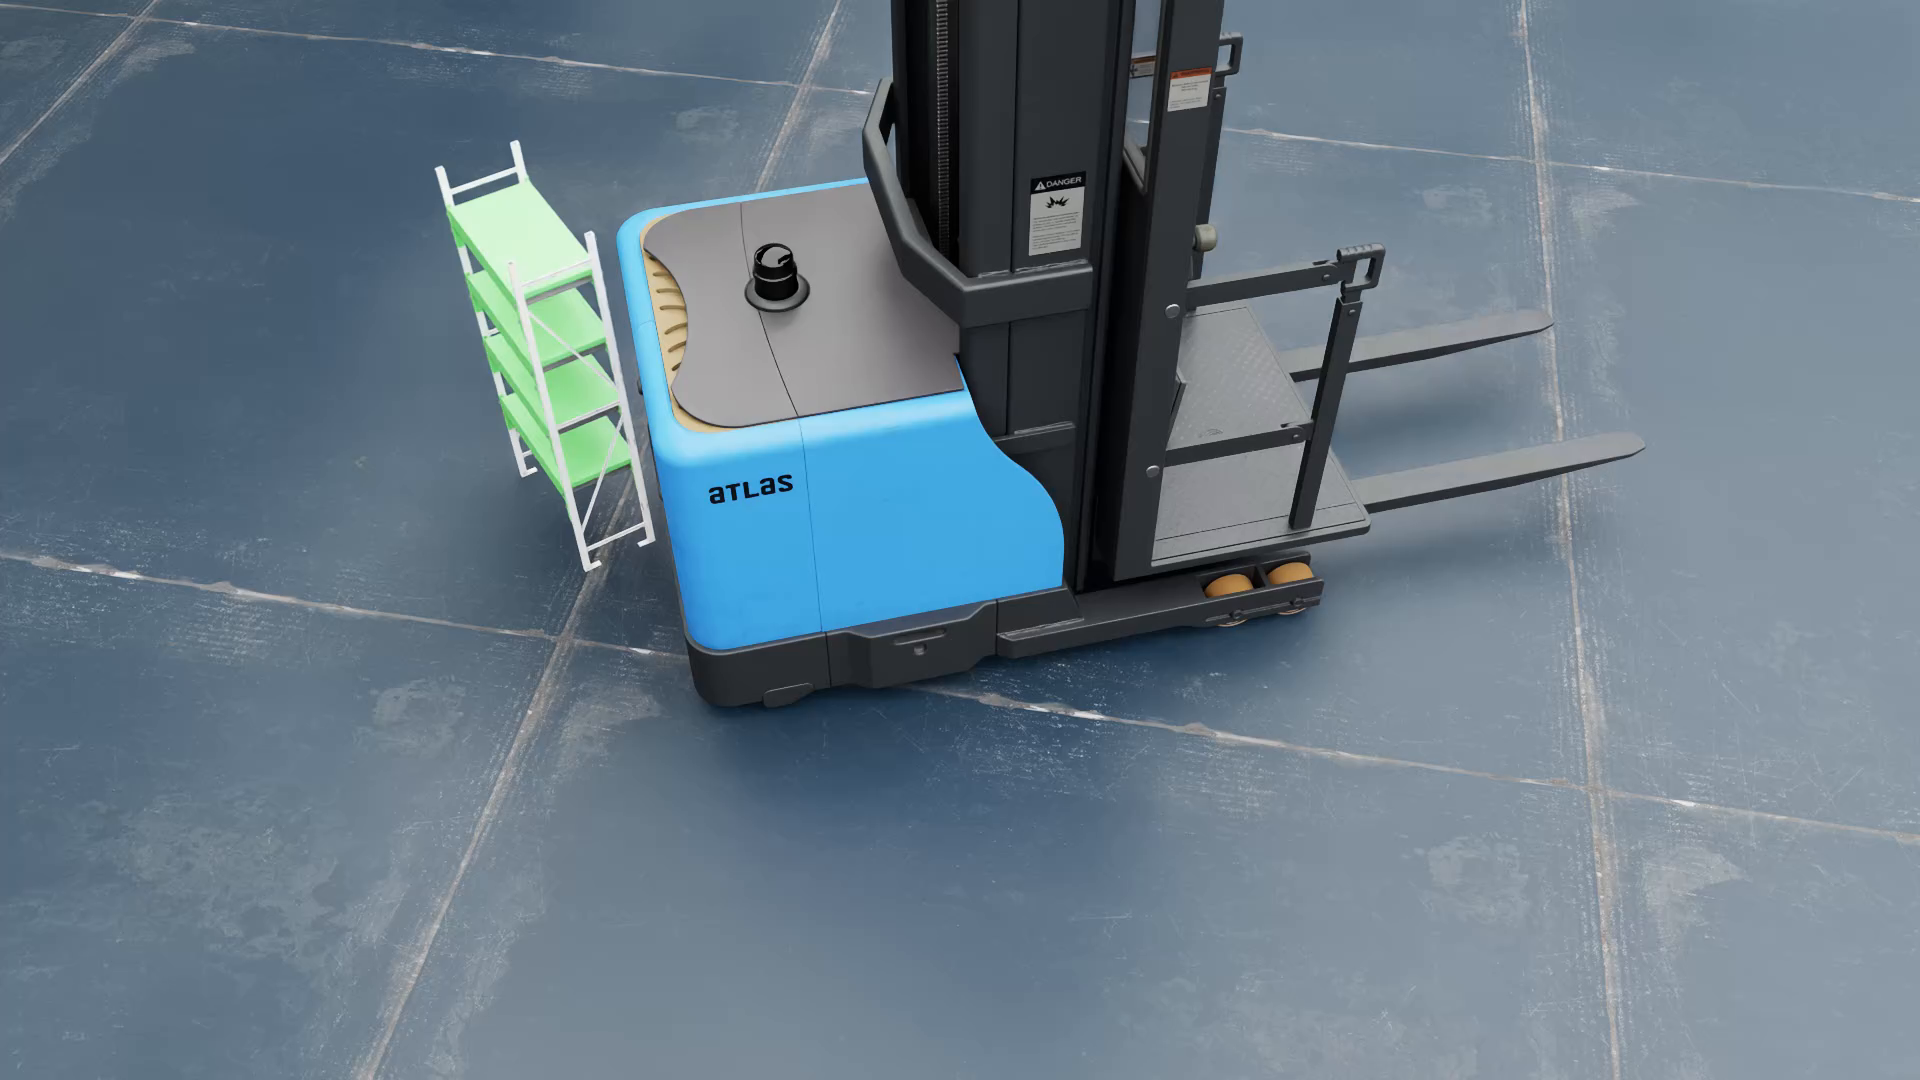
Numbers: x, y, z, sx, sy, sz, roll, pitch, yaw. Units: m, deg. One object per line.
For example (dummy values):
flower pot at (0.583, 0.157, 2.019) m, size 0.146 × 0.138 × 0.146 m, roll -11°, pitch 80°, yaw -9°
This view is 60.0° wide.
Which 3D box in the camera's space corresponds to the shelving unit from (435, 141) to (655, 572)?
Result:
shelving unit at (-1.199, -0.508, 4.899) m, size 0.258 × 1.200 × 0.503 m, roll -26°, pitch 53°, yaw -22°

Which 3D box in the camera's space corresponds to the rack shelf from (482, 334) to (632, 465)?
rack shelf at (-1.199, -0.465, 4.947) m, size 0.258 × 0.148 × 0.480 m, roll -26°, pitch 53°, yaw -22°

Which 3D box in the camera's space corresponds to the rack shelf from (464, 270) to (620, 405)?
rack shelf at (-1.198, -0.625, 4.768) m, size 0.258 × 0.148 × 0.480 m, roll -26°, pitch 53°, yaw -22°

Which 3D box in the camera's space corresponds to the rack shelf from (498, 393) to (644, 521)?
rack shelf at (-1.199, -0.304, 5.125) m, size 0.258 × 0.148 × 0.480 m, roll -26°, pitch 53°, yaw -22°

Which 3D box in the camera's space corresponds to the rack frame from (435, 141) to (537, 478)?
rack frame at (-1.333, -0.659, 5.035) m, size 0.240 × 1.200 × 0.015 m, roll -26°, pitch 53°, yaw -22°

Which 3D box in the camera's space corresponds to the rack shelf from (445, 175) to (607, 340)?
rack shelf at (-1.198, -0.786, 4.590) m, size 0.258 × 0.148 × 0.480 m, roll -26°, pitch 53°, yaw -22°

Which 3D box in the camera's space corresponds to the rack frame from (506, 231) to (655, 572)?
rack frame at (-1.064, -0.356, 4.763) m, size 0.240 × 1.200 × 0.015 m, roll -26°, pitch 53°, yaw -22°

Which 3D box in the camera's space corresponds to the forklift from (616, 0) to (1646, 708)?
forklift at (0.605, -1.092, 4.260) m, size 3.031 × 2.935 × 1.130 m, roll -11°, pitch 49°, yaw -9°
